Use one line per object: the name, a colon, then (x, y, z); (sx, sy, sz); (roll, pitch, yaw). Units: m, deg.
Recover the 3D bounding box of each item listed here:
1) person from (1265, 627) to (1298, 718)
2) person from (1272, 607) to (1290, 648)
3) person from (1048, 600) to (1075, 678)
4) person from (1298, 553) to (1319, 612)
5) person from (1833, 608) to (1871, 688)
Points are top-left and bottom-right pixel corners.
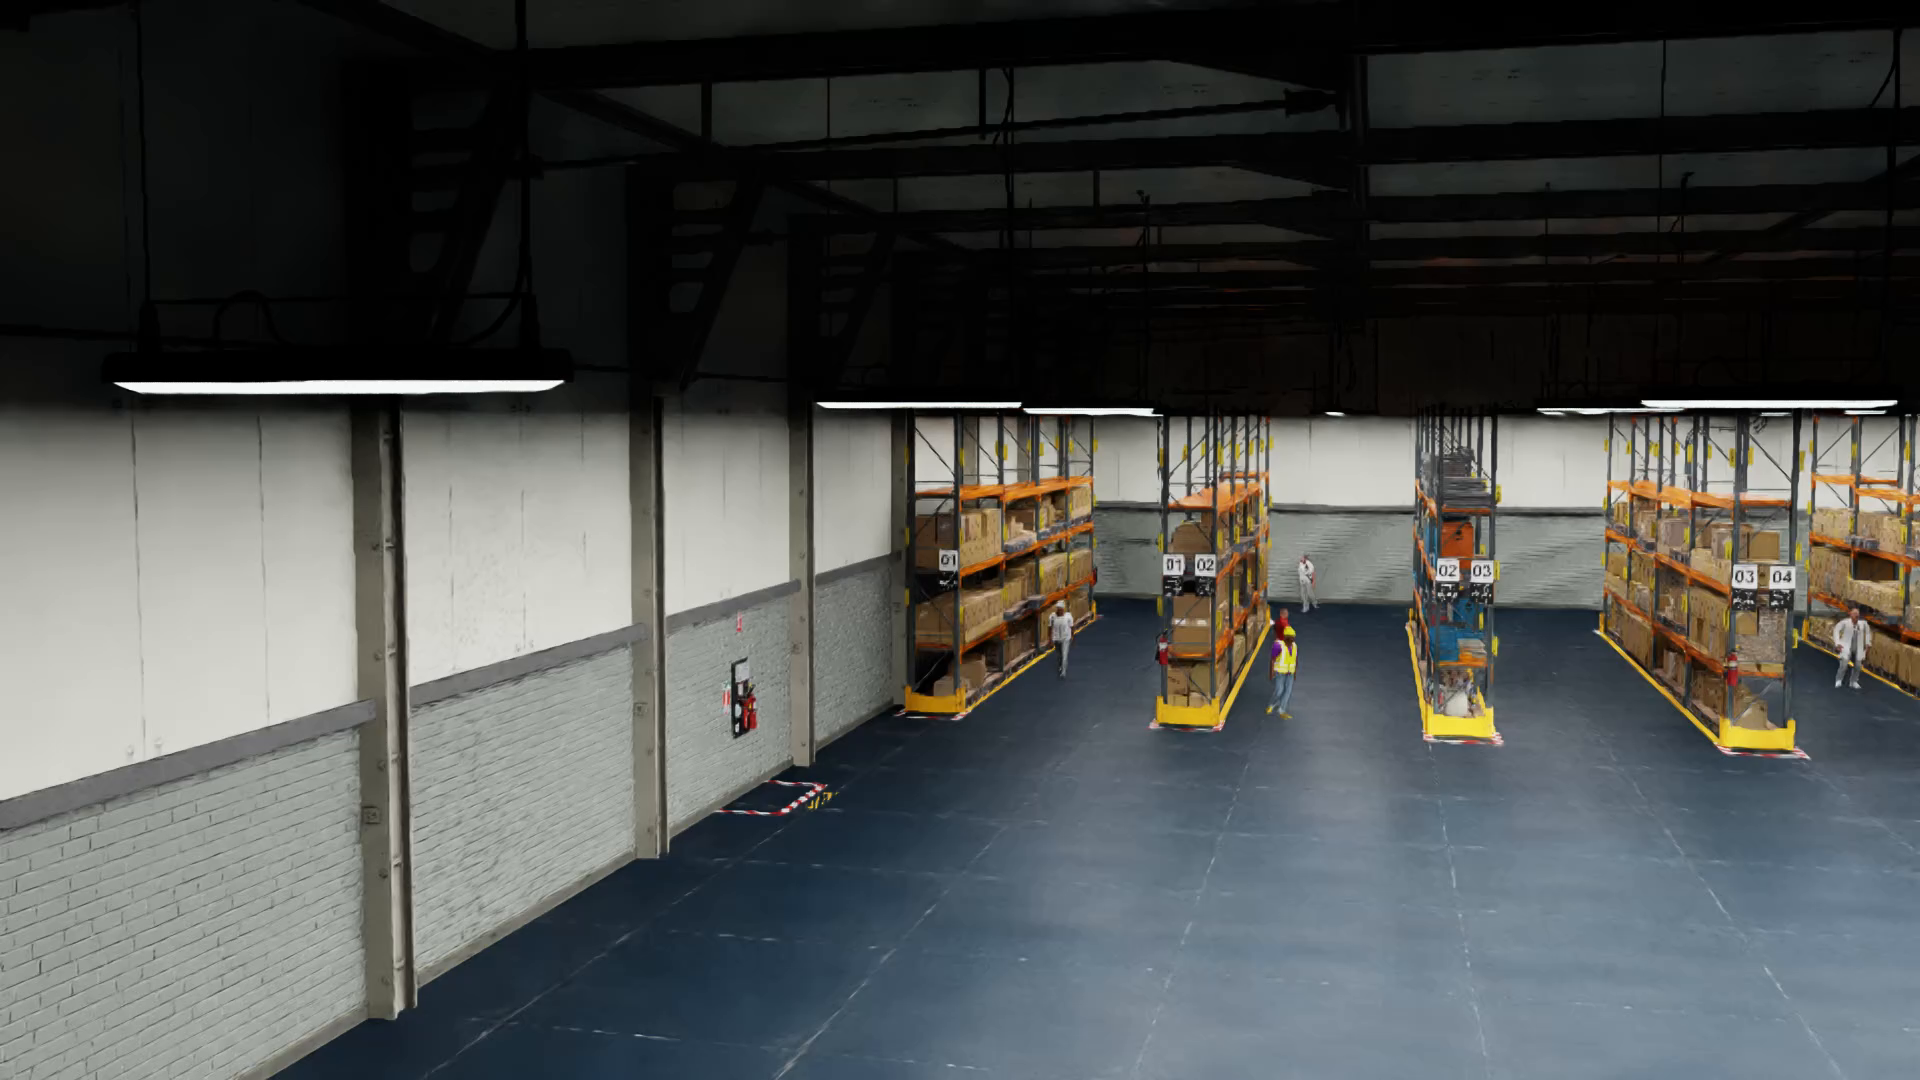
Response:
person: (6.191, 2.527, 31.898); (0.613, 1.759, 0.571); (-2, 5, -23)
person: (6.859, 2.287, 35.126); (0.469, 1.738, 0.626); (-1, 4, -11)
person: (2.230, 2.180, 36.952); (0.577, 1.687, 1.121); (1, 4, 16)
person: (10.366, 1.253, 49.460); (0.571, 1.748, 0.603); (-3, 5, -39)
person: (18.970, 2.285, 35.397); (0.729, 1.733, 0.546); (1, 4, 13)
